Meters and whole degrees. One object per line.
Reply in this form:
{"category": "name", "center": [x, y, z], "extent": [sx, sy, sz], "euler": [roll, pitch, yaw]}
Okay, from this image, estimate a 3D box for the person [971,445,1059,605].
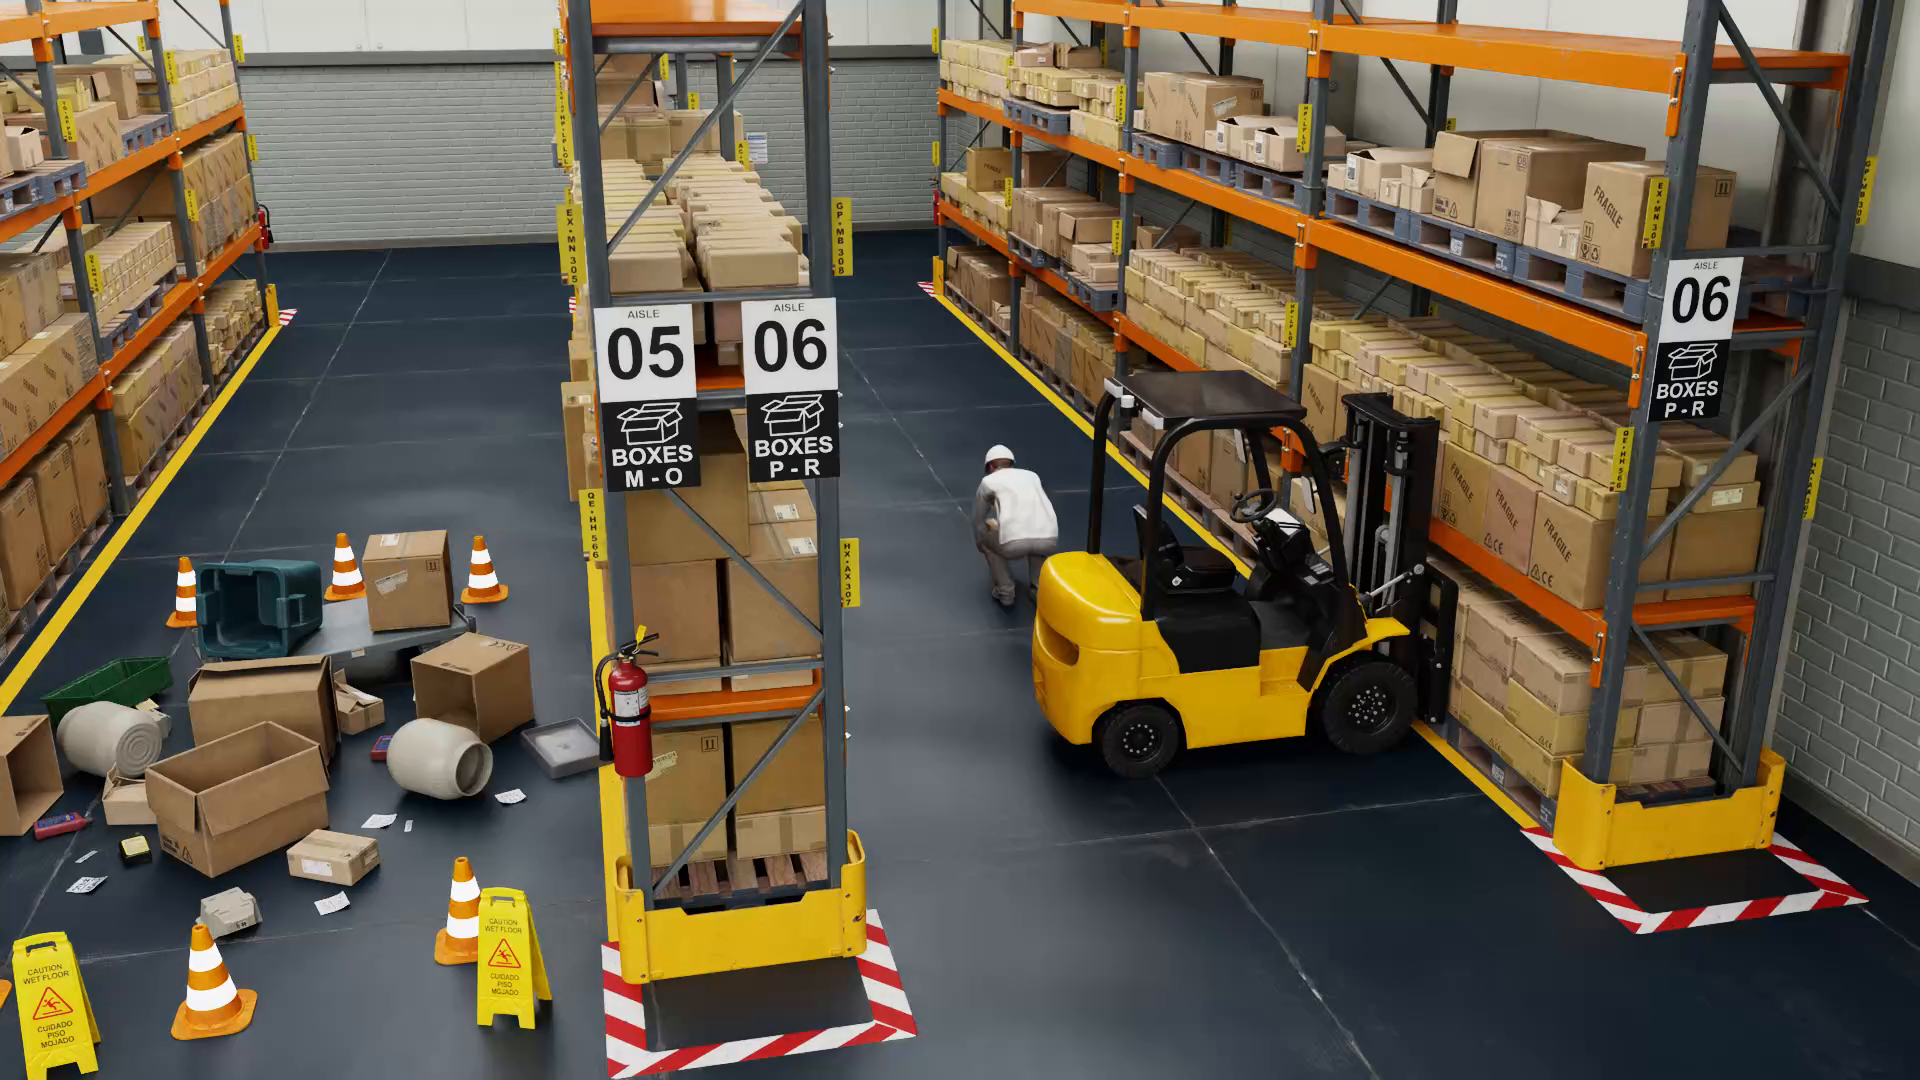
{"category": "person", "center": [0.395, -0.094, 12.335], "extent": [0.551, 1.085, 0.870], "euler": [-5, 20, -13]}
